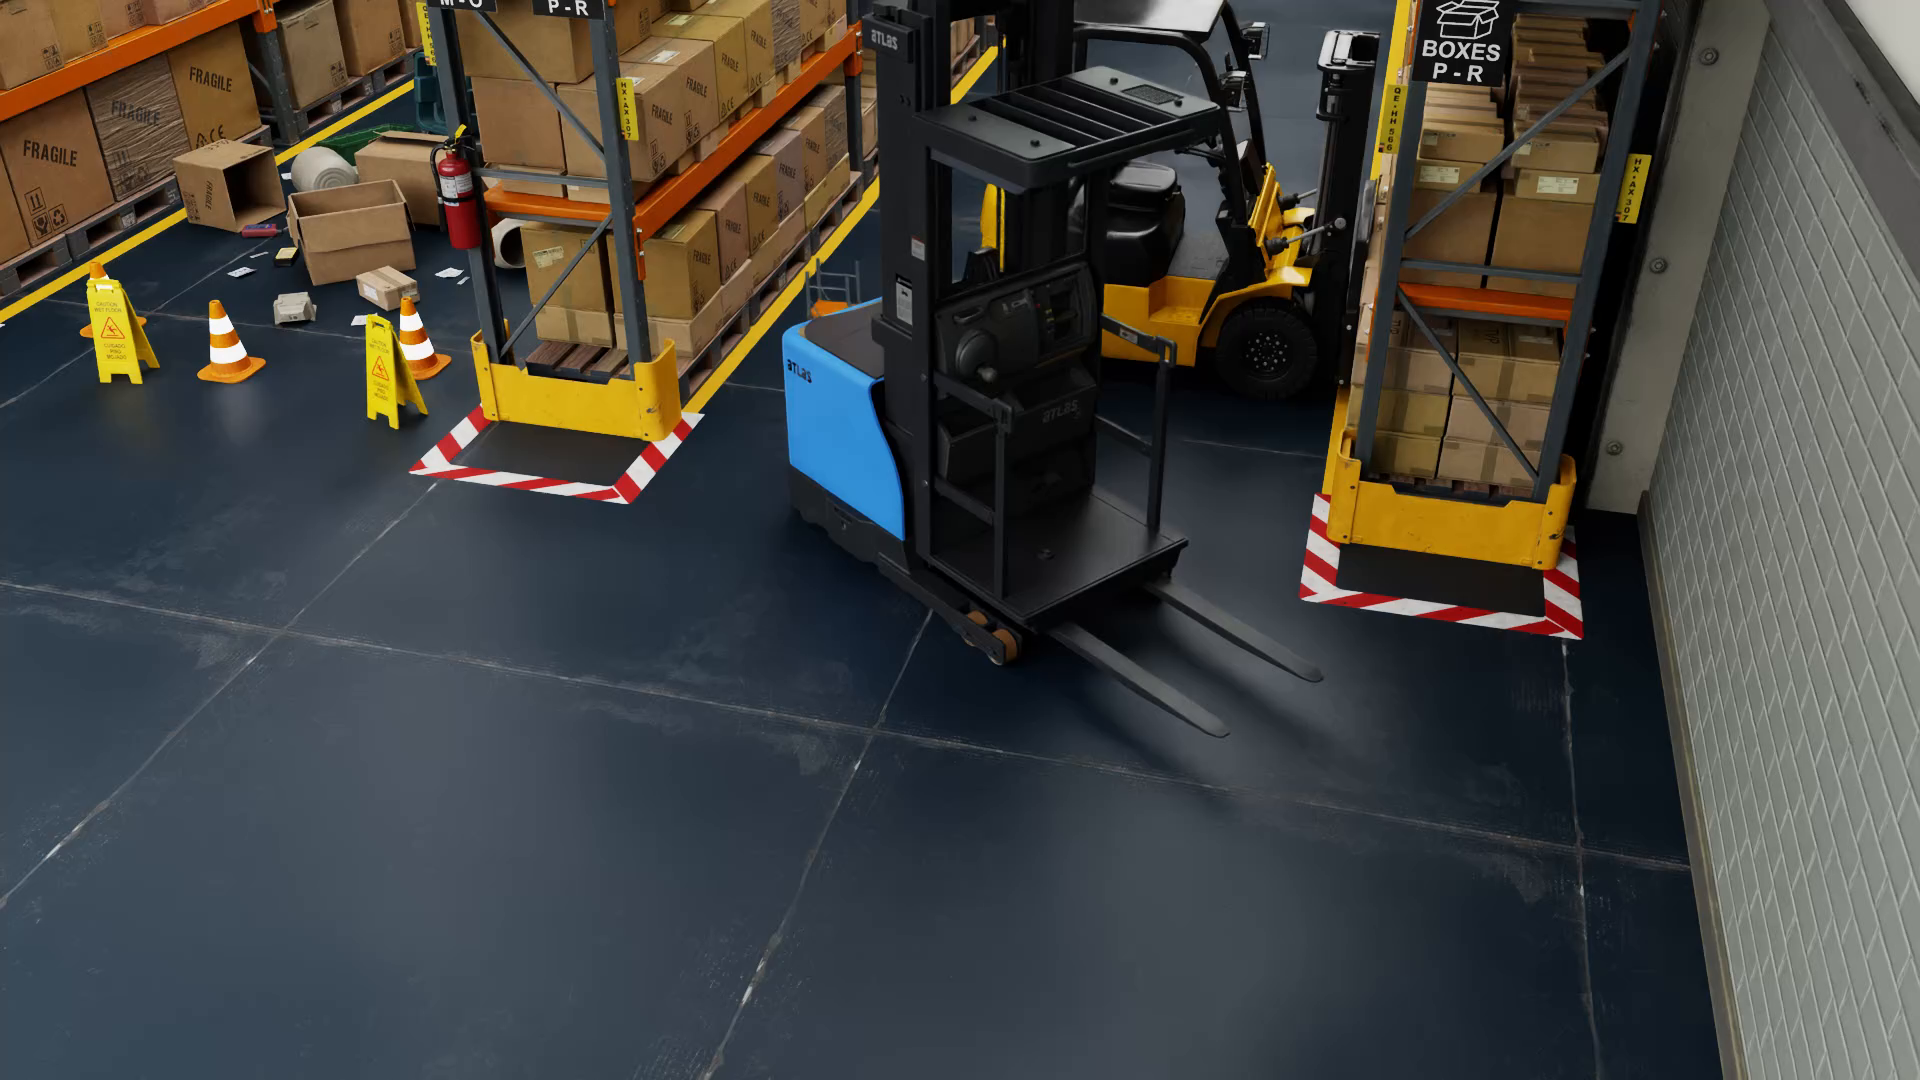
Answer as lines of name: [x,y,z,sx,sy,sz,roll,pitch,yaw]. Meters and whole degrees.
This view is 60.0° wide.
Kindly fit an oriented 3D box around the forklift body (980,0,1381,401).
forklift body: [1.253,-2.159,10.142,2.313,2.155,1.214,8,33,12]

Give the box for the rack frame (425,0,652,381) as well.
rack frame: [-2.265,-1.959,9.035,1.000,3.000,0.127,8,33,12]

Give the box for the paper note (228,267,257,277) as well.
paper note: [-5.049,-1.888,11.692,0.144,0.017,0.142,20,38,29]

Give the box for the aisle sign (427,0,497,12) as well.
aisle sign: [-2.562,-3.063,8.349,0.394,0.787,0.004,8,33,12]

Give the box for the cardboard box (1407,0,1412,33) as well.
cardboard box: [3.549,-3.856,12.160,0.500,0.250,0.500,8,33,12]

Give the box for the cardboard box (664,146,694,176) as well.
cardboard box: [-1.783,-2.260,9.744,0.380,0.149,0.250,7,33,11]

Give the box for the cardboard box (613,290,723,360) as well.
cardboard box: [-1.793,-1.357,10.260,0.500,0.250,0.500,8,33,12]

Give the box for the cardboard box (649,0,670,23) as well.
cardboard box: [-2.181,-3.384,9.974,0.700,0.500,0.500,8,33,12]

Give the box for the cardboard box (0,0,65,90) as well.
cardboard box: [-6.647,-3.404,11.169,0.875,0.550,0.550,8,33,12]

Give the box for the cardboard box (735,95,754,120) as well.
cardboard box: [-1.536,-2.803,10.597,0.380,0.149,0.250,7,33,11]

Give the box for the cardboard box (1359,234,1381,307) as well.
cardboard box: [2.594,-1.534,9.607,0.500,0.250,0.500,8,33,13]

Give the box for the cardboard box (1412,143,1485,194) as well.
cardboard box: [2.354,-1.819,8.117,0.380,0.149,0.250,8,33,13]

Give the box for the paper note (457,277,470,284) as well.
paper note: [-3.459,-1.808,11.585,0.032,0.001,0.123,8,33,12]

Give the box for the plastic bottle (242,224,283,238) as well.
plastic bottle: [-5.144,-2.288,12.292,0.283,0.061,0.133,-3,33,-4]

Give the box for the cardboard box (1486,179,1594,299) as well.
cardboard box: [2.931,-1.546,8.293,0.500,0.500,0.500,9,34,14]

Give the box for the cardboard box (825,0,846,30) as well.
cardboard box: [-1.122,-3.938,11.778,0.500,0.500,0.500,7,33,11]

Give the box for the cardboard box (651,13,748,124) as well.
cardboard box: [-1.620,-2.868,10.096,0.500,0.500,0.500,7,33,11]

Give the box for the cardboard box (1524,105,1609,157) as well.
cardboard box: [2.957,-2.001,8.127,0.380,0.149,0.250,9,34,14]

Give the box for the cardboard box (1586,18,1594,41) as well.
cardboard box: [3.517,-3.061,9.794,0.380,0.149,0.250,7,33,12]

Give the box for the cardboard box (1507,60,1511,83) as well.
cardboard box: [3.328,-2.675,9.464,0.380,0.149,0.250,7,33,11]

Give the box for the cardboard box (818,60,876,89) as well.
cardboard box: [-0.940,-3.749,13.909,0.950,0.372,0.625,10,34,15]

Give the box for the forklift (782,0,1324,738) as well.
forklift: [0.401,-0.954,7.519,1.130,2.935,3.031,-24,39,-32]

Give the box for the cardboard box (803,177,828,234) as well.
cardboard box: [-1.266,-2.430,11.948,0.500,0.250,0.500,7,33,11]

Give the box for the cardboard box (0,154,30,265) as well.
cardboard box: [-6.971,-2.222,11.038,0.875,0.875,0.875,8,33,13]

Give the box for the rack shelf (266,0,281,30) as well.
rack shelf: [-5.556,-5.390,15.104,1.077,0.370,4.000,8,33,12]

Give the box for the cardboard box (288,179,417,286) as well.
cardboard box: [-4.268,-2.161,11.681,0.797,0.503,0.637,-14,35,-21]

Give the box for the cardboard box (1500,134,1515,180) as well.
cardboard box: [2.875,-1.878,8.211,0.380,0.149,0.250,8,33,12]

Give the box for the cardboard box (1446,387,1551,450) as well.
cardboard box: [2.857,-0.728,8.805,0.500,0.250,0.500,9,33,13]

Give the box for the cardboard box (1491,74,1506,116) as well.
cardboard box: [2.632,-2.332,8.647,0.380,0.149,0.250,8,33,13]

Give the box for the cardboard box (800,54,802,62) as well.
cardboard box: [-1.312,-3.338,11.439,0.380,0.149,0.250,8,33,12]

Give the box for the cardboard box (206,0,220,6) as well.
cardboard box: [-6.146,-4.526,12.934,0.875,0.550,0.550,8,33,12]

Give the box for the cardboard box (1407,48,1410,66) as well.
cardboard box: [3.071,-2.936,10.479,0.500,0.500,0.500,9,33,13]

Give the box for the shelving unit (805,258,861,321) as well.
shelving unit: [-0.668,-0.934,9.095,0.258,1.200,0.189,7,32,12]

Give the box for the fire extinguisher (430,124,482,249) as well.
fire extinguisher: [-2.740,-1.930,9.061,0.296,0.674,0.183,8,33,12]

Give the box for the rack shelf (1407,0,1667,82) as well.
rack shelf: [3.044,-3.285,8.996,1.077,0.370,4.000,8,33,12]

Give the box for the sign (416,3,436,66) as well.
sign: [-2.797,-2.667,8.775,0.100,0.325,0.005,8,33,12]

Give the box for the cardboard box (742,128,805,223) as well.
cardboard box: [-1.397,-2.495,11.352,0.500,0.500,0.500,10,34,15]

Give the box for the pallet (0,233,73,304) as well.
pallet: [-6.952,-1.829,11.430,1.003,0.211,1.213,8,33,12]

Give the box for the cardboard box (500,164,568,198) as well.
cardboard box: [-2.377,-2.076,9.454,0.380,0.149,0.250,9,34,14]

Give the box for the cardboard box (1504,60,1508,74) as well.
cardboard box: [3.450,-2.609,9.965,0.500,0.500,0.500,7,33,11]

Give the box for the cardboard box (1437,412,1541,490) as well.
cardboard box: [2.851,-0.530,8.959,0.500,0.250,0.500,8,33,13]

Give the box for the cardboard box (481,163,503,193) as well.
cardboard box: [-3.533,-2.750,12.829,0.258,0.266,0.396,-14,35,-21]

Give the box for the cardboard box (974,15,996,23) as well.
cardboard box: [0.021,-5.738,16.569,0.875,0.875,0.875,8,33,12]

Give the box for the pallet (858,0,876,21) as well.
pallet: [-0.916,-4.330,12.945,1.003,0.211,1.213,8,33,12]

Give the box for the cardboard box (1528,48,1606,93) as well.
cardboard box: [3.263,-2.531,8.960,0.380,0.149,0.250,7,33,11]

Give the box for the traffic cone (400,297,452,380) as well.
traffic cone: [-3.404,-1.287,10.343,0.336,0.463,0.334,8,33,12]

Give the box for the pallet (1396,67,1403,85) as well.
pallet: [4.320,-3.838,14.590,1.003,0.211,1.213,8,33,12]
